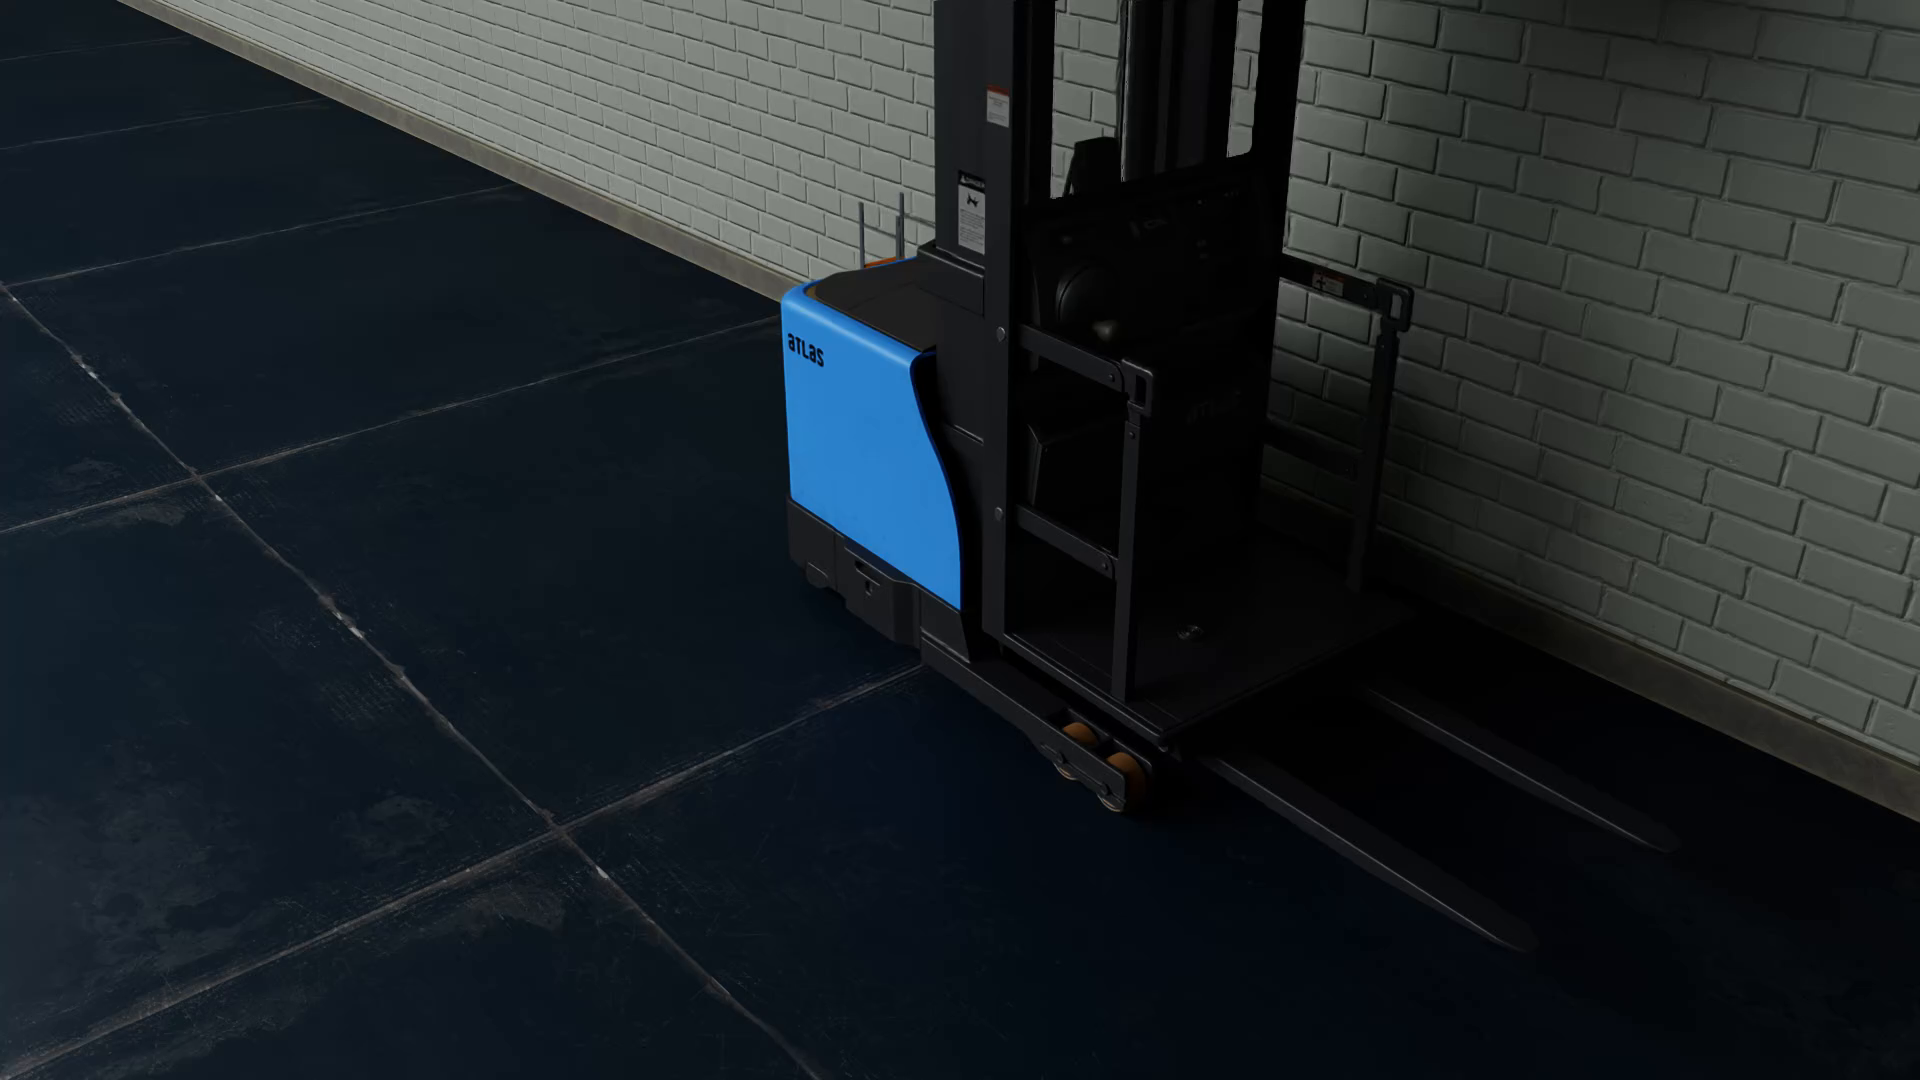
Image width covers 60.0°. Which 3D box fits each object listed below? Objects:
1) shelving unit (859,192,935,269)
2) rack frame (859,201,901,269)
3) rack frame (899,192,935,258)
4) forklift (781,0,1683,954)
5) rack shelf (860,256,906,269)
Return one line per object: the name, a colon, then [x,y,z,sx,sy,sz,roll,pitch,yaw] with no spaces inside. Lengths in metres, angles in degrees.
shelving unit: [-0.216,-0.673,6.237,0.189,1.200,0.258,-21,35,-34]
rack frame: [-0.287,-0.646,6.186,0.006,1.200,0.240,-21,35,-34]
rack frame: [-0.145,-0.700,6.288,0.006,1.200,0.240,-21,35,-34]
forklift: [0.683,-0.776,4.593,1.130,2.935,3.031,-20,34,-33]
rack shelf: [-0.216,-0.952,6.088,0.180,0.103,0.258,-21,35,-34]
